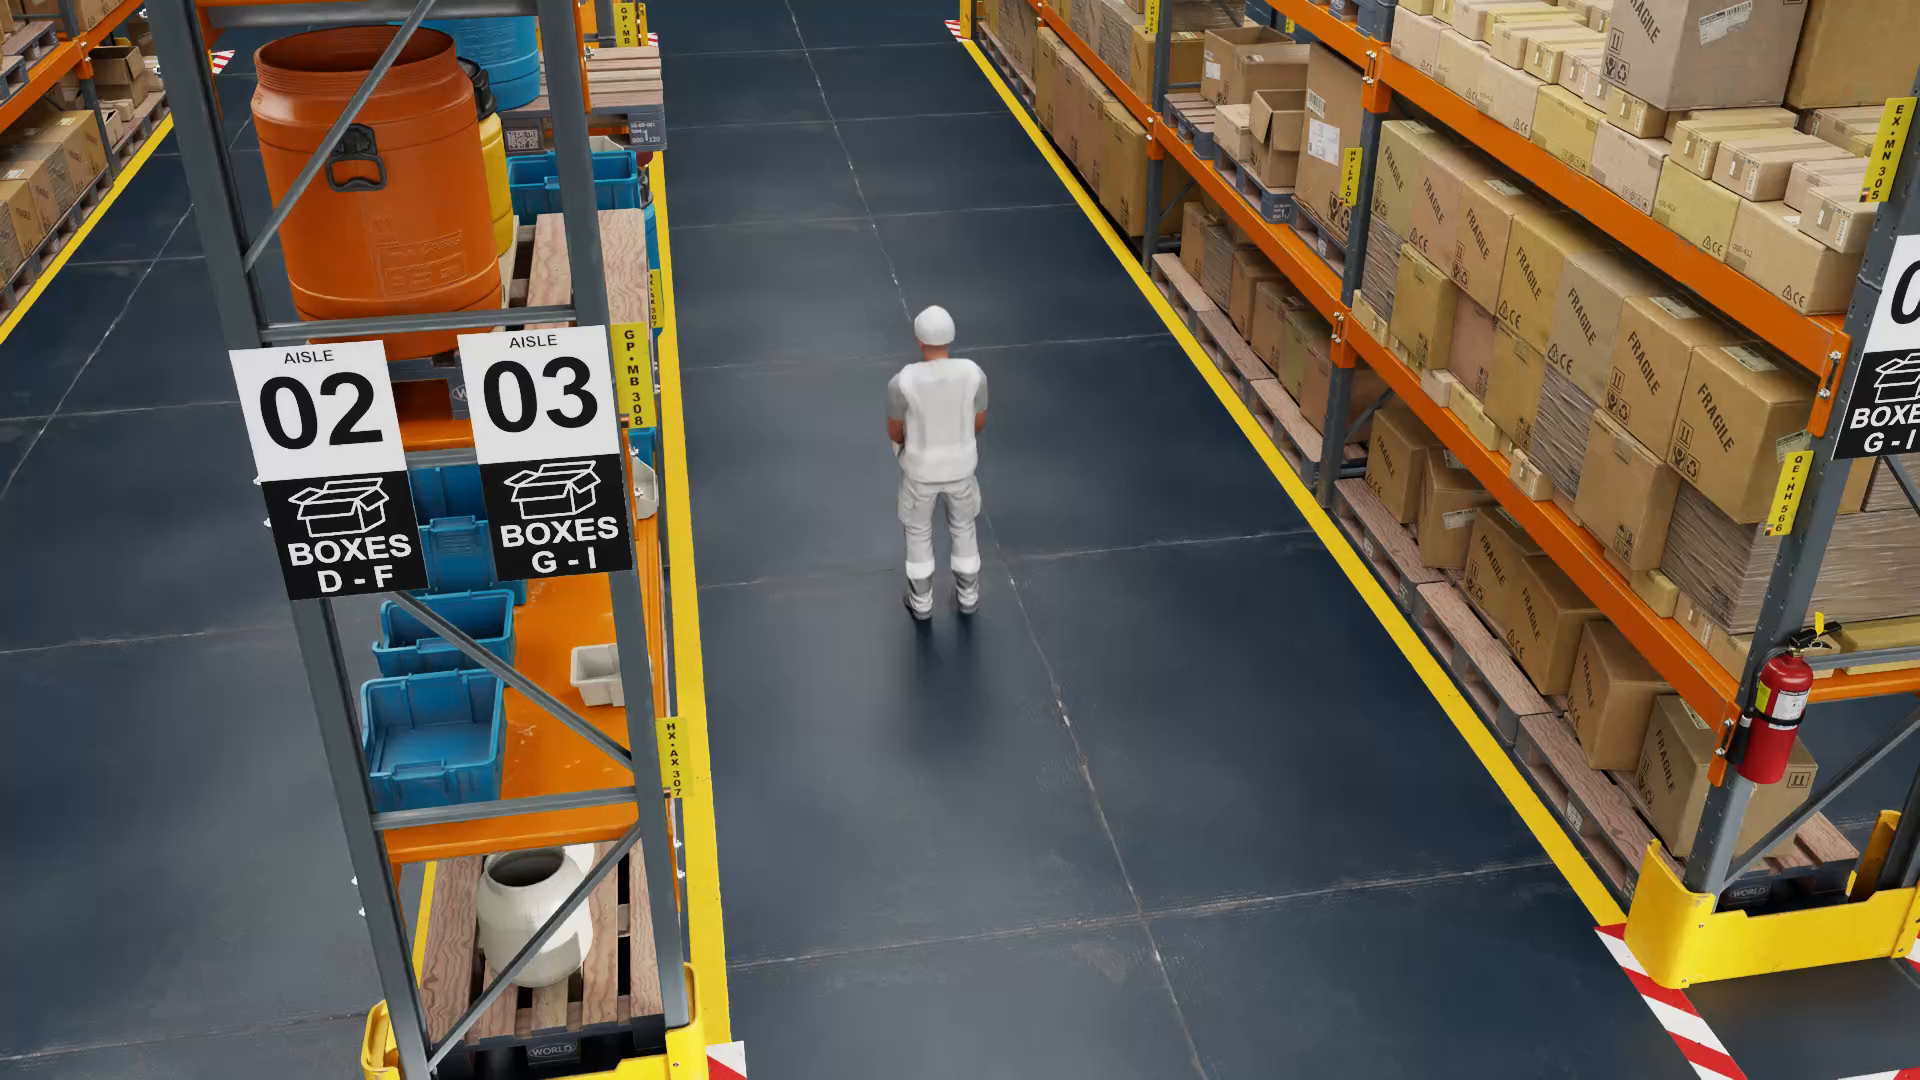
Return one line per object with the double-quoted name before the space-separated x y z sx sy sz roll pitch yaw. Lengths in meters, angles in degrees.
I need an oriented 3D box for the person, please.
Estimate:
"person" -0.129 -0.415 8.819 0.529 1.793 0.486 -6 31 -10
